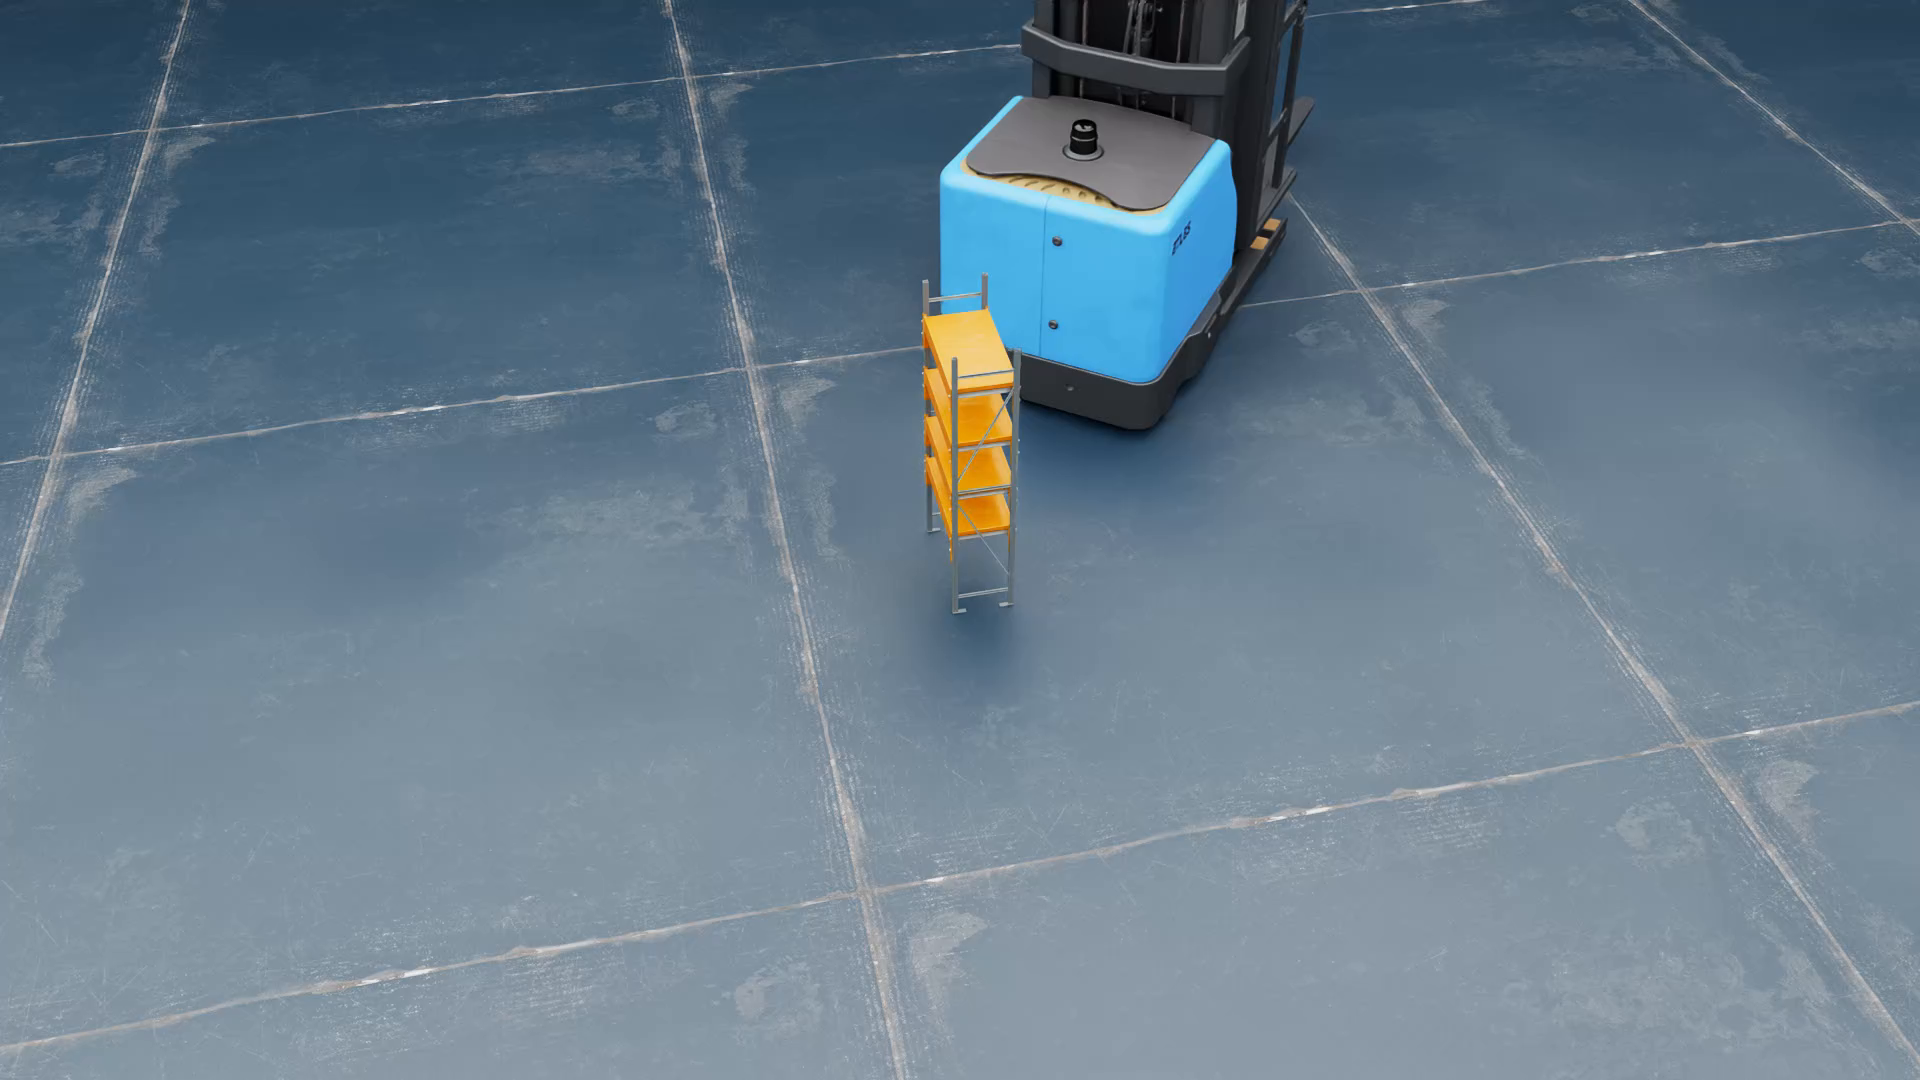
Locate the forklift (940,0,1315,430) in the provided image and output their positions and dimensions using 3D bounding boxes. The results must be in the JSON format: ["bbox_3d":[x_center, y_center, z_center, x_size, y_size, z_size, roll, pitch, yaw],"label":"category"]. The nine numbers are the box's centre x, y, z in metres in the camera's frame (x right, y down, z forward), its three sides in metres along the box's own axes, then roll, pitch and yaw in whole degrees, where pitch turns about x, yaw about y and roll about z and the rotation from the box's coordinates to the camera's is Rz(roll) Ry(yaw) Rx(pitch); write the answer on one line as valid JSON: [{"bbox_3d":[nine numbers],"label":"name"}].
[{"bbox_3d":[0.994,-2.550,7.415,1.130,2.935,3.031,18,45,19],"label":"forklift"}]

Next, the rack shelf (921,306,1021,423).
[{"bbox_3d":[0.036,-0.635,5.970,0.258,0.148,0.480,-8,42,-9],"label":"rack shelf"}]

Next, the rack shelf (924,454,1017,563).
[{"bbox_3d":[0.036,-0.143,6.407,0.258,0.148,0.480,-8,42,-9],"label":"rack shelf"}]

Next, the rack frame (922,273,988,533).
[{"bbox_3d":[-0.017,-0.500,6.409,0.240,1.200,0.015,-8,42,-9],"label":"rack frame"}]

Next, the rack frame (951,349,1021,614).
[{"bbox_3d":[0.088,-0.183,6.053,0.240,1.200,0.015,-8,42,-9],"label":"rack frame"}]

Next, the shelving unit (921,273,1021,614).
[{"bbox_3d":[0.036,-0.341,6.231,0.258,1.200,0.503,-8,42,-9],"label":"shelving unit"}]

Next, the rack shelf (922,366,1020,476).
[{"bbox_3d":[0.036,-0.458,6.127,0.258,0.148,0.480,-8,42,-9],"label":"rack shelf"}]

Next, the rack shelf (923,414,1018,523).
[{"bbox_3d":[0.036,-0.291,6.275,0.258,0.148,0.480,-8,42,-9],"label":"rack shelf"}]
